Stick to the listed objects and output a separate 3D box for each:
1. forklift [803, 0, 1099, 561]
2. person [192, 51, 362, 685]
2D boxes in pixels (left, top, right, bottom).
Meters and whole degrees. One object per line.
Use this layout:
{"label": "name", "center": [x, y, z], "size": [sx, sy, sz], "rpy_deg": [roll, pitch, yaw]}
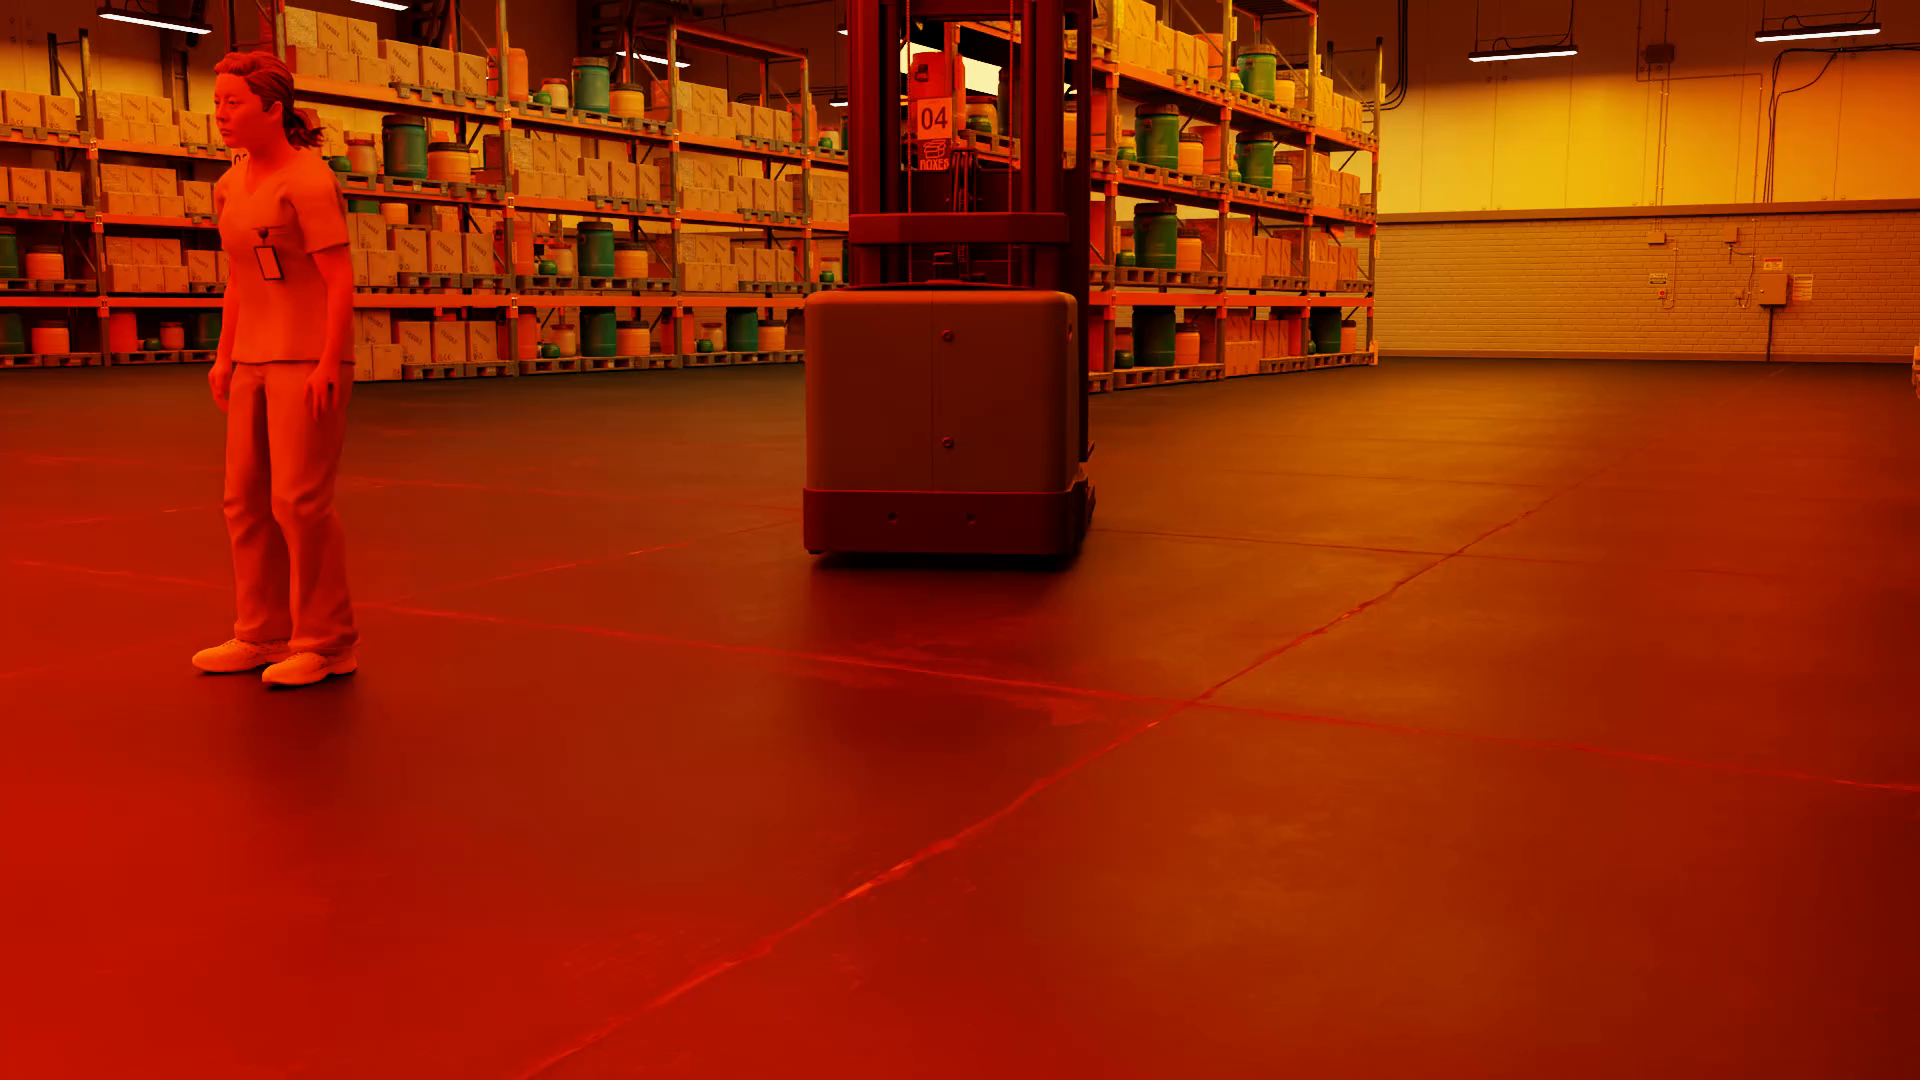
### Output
{"label": "forklift", "center": [0.072, -1.535, 7.712], "size": [1.130, 2.935, 3.031], "rpy_deg": [1, 8, 7]}
{"label": "person", "center": [-1.846, -0.457, 4.509], "size": [0.515, 1.672, 0.360], "rpy_deg": [5, 9, 32]}
